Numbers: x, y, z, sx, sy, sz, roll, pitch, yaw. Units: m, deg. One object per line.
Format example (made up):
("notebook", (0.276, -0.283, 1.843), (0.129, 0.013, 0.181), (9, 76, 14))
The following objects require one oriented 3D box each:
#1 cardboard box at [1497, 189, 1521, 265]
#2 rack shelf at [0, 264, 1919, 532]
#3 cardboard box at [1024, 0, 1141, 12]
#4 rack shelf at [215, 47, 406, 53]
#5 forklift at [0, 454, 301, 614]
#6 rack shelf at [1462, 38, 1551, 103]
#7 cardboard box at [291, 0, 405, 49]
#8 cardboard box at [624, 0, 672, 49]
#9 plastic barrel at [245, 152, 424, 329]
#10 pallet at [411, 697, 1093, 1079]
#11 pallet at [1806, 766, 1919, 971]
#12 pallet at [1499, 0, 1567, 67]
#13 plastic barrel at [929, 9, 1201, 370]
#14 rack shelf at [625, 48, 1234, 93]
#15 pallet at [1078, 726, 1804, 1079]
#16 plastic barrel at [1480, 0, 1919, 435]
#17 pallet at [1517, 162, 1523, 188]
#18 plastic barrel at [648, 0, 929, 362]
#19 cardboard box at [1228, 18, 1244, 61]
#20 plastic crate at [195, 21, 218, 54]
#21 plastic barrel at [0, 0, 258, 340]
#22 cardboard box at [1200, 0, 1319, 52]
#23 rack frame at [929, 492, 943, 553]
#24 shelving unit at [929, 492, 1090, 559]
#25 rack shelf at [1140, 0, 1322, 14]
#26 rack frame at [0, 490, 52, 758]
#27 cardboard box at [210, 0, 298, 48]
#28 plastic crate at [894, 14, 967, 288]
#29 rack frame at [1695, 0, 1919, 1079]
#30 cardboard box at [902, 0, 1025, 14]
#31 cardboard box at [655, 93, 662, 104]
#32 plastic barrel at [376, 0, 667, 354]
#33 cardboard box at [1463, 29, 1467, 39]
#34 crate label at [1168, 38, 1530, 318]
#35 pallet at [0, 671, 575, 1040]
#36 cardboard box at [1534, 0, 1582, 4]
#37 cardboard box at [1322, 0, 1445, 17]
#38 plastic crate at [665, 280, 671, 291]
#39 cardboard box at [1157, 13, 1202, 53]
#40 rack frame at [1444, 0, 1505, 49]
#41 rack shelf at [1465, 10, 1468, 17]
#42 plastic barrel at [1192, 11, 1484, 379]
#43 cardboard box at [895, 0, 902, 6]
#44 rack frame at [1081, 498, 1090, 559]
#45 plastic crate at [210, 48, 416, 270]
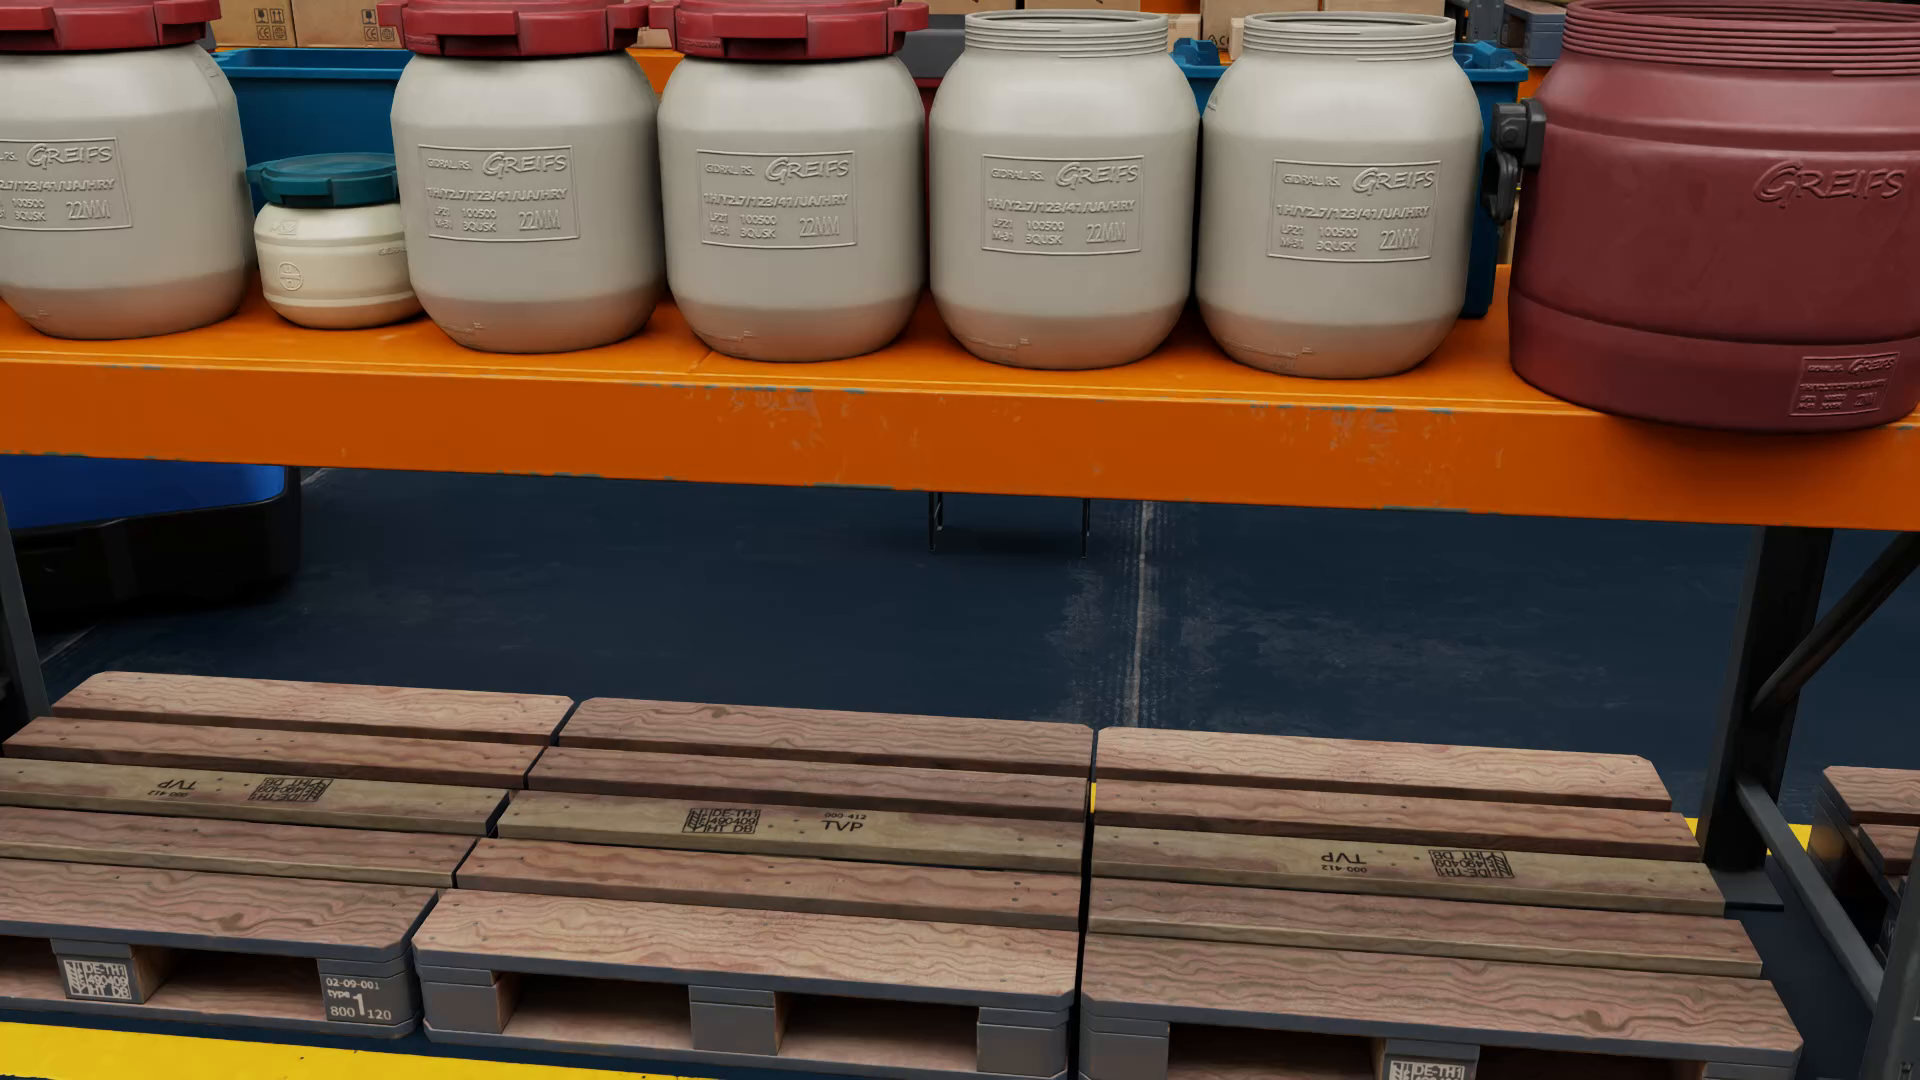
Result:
("cardboard box", (2.631, -1.246, 7.313), (0.500, 0.500, 0.500), (3, 22, 9))
("rack shelf", (-0.360, -0.272, 3.025), (4.000, 0.370, 1.077), (2, 22, 6))
("cardboard box", (0.544, -2.441, 7.398), (0.500, 0.500, 0.500), (1, 22, 3))
("rack shelf", (-3.746, -2.253, 8.037), (4.000, 0.370, 1.077), (2, 22, 6))
("forklift", (-3.579, -1.180, 4.438), (3.031, 2.935, 1.130), (-8, 23, -18))
("rack shelf", (4.199, -1.907, 7.162), (4.000, 0.370, 1.077), (2, 22, 6))
("cardboard box", (-2.726, -2.585, 7.762), (0.500, 0.500, 0.700), (2, 22, 6))
("cardboard box", (-1.266, -2.426, 7.700), (0.500, 0.250, 0.500), (4, 22, 10))
("plastic barrel", (-1.050, -0.515, 2.851), (0.301, 0.262, 0.301), (0, 22, 0))
("pallet", (-0.347, 0.676, 3.443), (1.213, 0.211, 1.003), (2, 22, 6))
("pallet", (2.414, 0.796, 3.139), (1.213, 0.211, 1.003), (2, 22, 6))
("pallet", (2.894, -2.235, 7.274), (1.003, 0.211, 1.213), (2, 22, 6))
("plastic barrel", (0.161, -0.556, 2.615), (0.421, 0.512, 0.421), (0, 22, 0))
("rack shelf", (0.226, -2.080, 7.599), (4.000, 0.370, 1.077), (2, 22, 6))
("pallet", (0.861, 0.729, 3.308), (1.213, 0.211, 1.003), (2, 22, 6))
("plastic barrel", (1.129, -0.492, 2.420), (0.708, 0.536, 0.600), (2, 22, 6))
("pallet", (3.566, -2.778, 12.180), (1.213, 0.211, 1.003), (2, 22, 6))
("plastic barrel", (-0.264, -0.584, 2.652), (0.433, 0.535, 0.433), (0, 22, 0))
("cardboard box", (1.287, -2.149, 7.138), (0.250, 0.149, 0.380), (2, 22, 6))
("plastic crate", (-1.829, -0.813, 3.330), (0.583, 0.464, 0.402), (2, 22, 6))
("plastic barrel", (-1.422, -0.634, 2.780), (0.433, 0.535, 0.433), (0, 22, 0))
("cardboard box", (1.347, -2.396, 7.541), (0.500, 0.311, 0.500), (2, 22, 6))
("rack frame", (-0.078, -0.561, 5.228), (0.015, 1.200, 0.240), (2, 22, 6))
("shelving unit", (0.164, -0.551, 5.201), (0.503, 1.200, 0.258), (2, 22, 6))
("rack shelf", (0.806, -3.889, 12.175), (4.000, 0.370, 1.077), (2, 22, 6))
("rack frame", (-2.346, -0.693, 3.112), (0.127, 3.000, 1.000), (2, 22, 6))
("cardboard box", (-3.223, -2.608, 7.821), (0.500, 0.500, 0.700), (3, 22, 7))
("plastic crate", (0.057, -0.731, 3.122), (0.583, 0.464, 0.402), (2, 22, 6))
("rack frame", (1.626, -0.520, 2.674), (0.127, 3.000, 1.000), (2, 22, 6))
("cardboard box", (0.022, -2.464, 7.456), (0.500, 0.500, 0.500), (3, 22, 6))
("cardboard box", (-2.216, -3.382, 12.716), (0.500, 0.500, 0.500), (1, 22, 2))
("plastic barrel", (-0.693, -0.603, 2.699), (0.433, 0.535, 0.433), (0, 22, 0))
("cardboard box", (3.507, -3.253, 11.940), (0.750, 0.750, 0.750), (2, 22, 6))
("crate label", (0.671, -0.678, 3.026), (0.616, 0.435, 0.502), (2, 22, 6))
("pallet", (-1.562, 0.624, 3.575), (1.213, 0.211, 1.003), (2, 22, 6))
("cardboard box", (2.851, -2.584, 7.188), (0.500, 0.500, 0.700), (-5, 22, -12))
("cardboard box", (1.856, -2.318, 7.345), (0.500, 0.311, 0.500), (4, 22, 10))
("plastic crate", (-0.584, -0.622, 3.221), (0.662, 0.188, 0.450), (2, 22, 6))
("cardboard box", (0.940, -2.246, 7.382), (0.250, 0.149, 0.380), (4, 22, 10))
("rack frame", (2.213, -2.328, 7.248), (0.127, 3.000, 1.000), (2, 22, 6))
("rack shelf", (4.778, -3.716, 11.737), (4.000, 0.370, 1.077), (2, 22, 6))
("plastic barrel", (0.579, -0.538, 2.569), (0.421, 0.512, 0.421), (0, 22, 0))
("cardboard box", (-0.476, -2.486, 7.511), (0.500, 0.500, 0.500), (4, 22, 10))
("rack frame", (0.407, -0.540, 5.174), (0.015, 1.200, 0.240), (2, 22, 6))
("plastic crate", (-1.214, -0.751, 3.281), (0.575, 0.384, 0.392), (2, 22, 6))
